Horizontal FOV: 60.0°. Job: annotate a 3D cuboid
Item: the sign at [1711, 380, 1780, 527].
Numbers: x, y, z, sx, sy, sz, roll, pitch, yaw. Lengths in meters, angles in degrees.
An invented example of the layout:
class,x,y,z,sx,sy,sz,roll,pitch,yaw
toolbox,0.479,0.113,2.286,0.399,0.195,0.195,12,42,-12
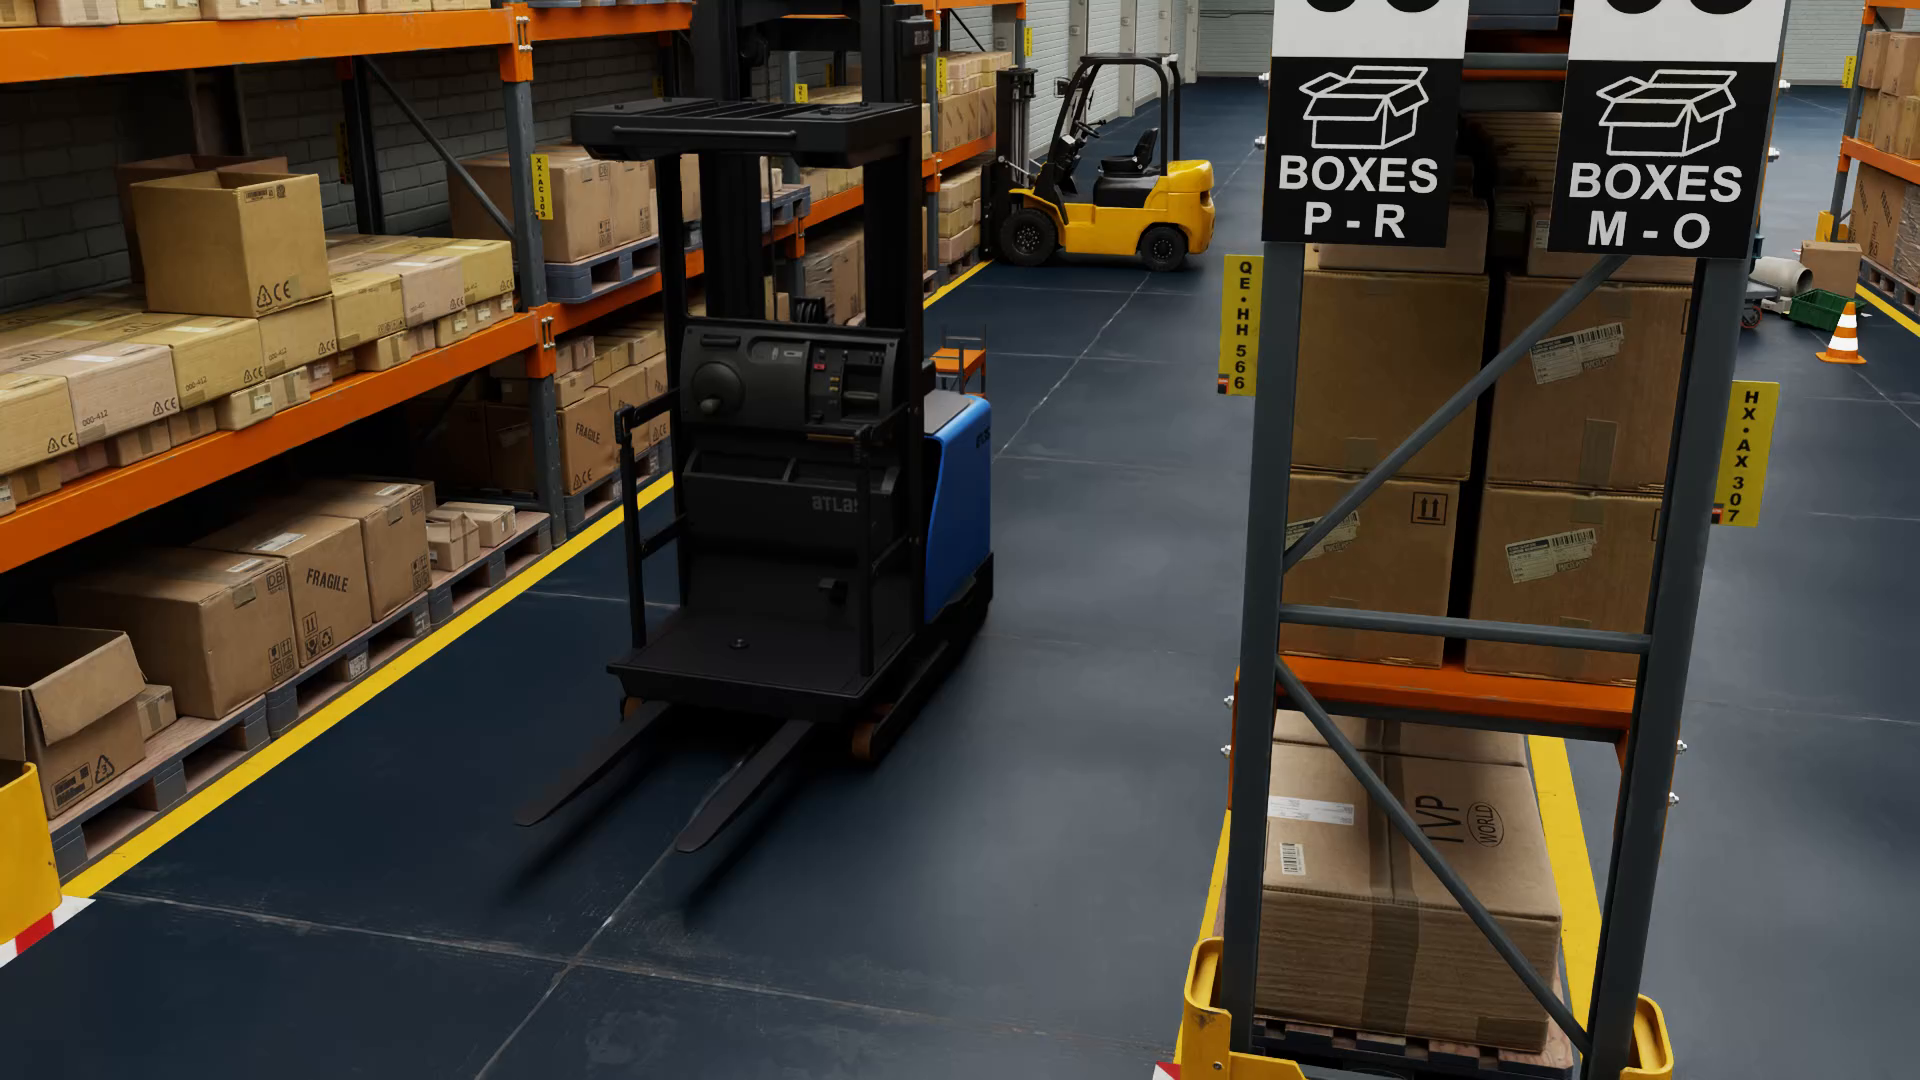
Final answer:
class,x,y,z,sx,sy,sz,roll,pitch,yaw
sign,1.711,-0.187,3.631,0.100,0.325,0.005,5,19,13

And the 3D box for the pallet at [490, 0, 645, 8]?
class,x,y,z,sx,sy,sz,roll,pitch,yaw
pallet,-2.435,-2.959,8.860,1.213,0.211,1.003,5,19,13

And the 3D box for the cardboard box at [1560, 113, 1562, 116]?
class,x,y,z,sx,sy,sz,roll,pitch,yaw
cardboard box,2.385,-1.745,6.949,0.380,0.149,0.250,4,19,12

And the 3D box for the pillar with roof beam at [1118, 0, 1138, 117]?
class,x,y,z,sx,sy,sz,roll,pitch,yaw
pillar with roof beam,7.798,-13.185,33.866,9.100,9.000,0.400,5,19,13

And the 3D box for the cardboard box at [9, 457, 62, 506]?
class,x,y,z,sx,sy,sz,roll,pitch,yaw
cardboard box,-3.276,-0.222,5.585,0.380,0.149,0.250,5,20,15

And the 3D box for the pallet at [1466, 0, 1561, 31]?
class,x,y,z,sx,sy,sz,roll,pitch,yaw
pallet,1.345,-1.396,4.130,1.003,0.211,1.213,5,19,13

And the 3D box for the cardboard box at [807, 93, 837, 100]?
class,x,y,z,sx,sy,sz,roll,pitch,yaw
cardboard box,-1.308,-3.882,14.755,0.380,0.149,0.250,5,19,13

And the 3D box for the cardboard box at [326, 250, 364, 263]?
class,x,y,z,sx,sy,sz,roll,pitch,yaw
cardboard box,-3.161,-1.208,7.855,0.500,0.250,0.500,4,19,13

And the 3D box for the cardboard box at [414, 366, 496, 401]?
class,x,y,z,sx,sy,sz,roll,pitch,yaw
cardboard box,-2.852,-0.891,9.368,0.380,0.149,0.250,4,19,11

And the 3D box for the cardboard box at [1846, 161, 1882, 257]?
class,x,y,z,sx,sy,sz,roll,pitch,yaw
cardboard box,9.807,-3.416,17.186,0.875,0.875,0.875,5,19,14

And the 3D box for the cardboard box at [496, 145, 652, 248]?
class,x,y,z,sx,sy,sz,roll,pitch,yaw
cardboard box,-2.201,-1.972,9.516,0.700,0.500,0.500,5,19,14

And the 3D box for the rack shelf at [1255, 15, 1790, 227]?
class,x,y,z,sx,sy,sz,roll,pitch,yaw
rack shelf,1.663,-1.491,5.384,1.077,0.370,4.000,5,19,13

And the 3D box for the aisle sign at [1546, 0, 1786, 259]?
class,x,y,z,sx,sy,sz,roll,pitch,yaw
aisle sign,1.438,-0.970,3.364,0.394,0.787,0.004,5,19,13

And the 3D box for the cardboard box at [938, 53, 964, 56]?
class,x,y,z,sx,sy,sz,roll,pitch,yaw
cardboard box,-0.167,-5.434,18.838,0.380,0.149,0.250,5,19,14

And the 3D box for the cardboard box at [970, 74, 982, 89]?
class,x,y,z,sx,sy,sz,roll,pitch,yaw
cardboard box,0.022,-4.854,17.599,0.380,0.149,0.250,4,19,12

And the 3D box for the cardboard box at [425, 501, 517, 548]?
class,x,y,z,sx,sy,sz,roll,pitch,yaw
cardboard box,-2.514,-0.081,8.546,0.380,0.149,0.250,4,19,12

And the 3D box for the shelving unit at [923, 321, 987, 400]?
class,x,y,z,sx,sy,sz,roll,pitch,yaw
shelving unit,-0.040,-0.516,8.842,0.258,1.200,0.503,5,19,13

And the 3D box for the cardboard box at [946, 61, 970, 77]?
class,x,y,z,sx,sy,sz,roll,pitch,yaw
cardboard box,-0.113,-4.834,17.082,0.380,0.149,0.250,4,19,13

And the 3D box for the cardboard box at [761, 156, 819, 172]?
class,x,y,z,sx,sy,sz,roll,pitch,yaw
cardboard box,-1.316,-2.967,12.691,0.500,0.250,0.500,5,19,13

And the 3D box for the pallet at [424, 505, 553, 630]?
class,x,y,z,sx,sy,sz,roll,pitch,yaw
pallet,-2.831,0.105,8.553,1.003,0.211,1.213,5,19,13

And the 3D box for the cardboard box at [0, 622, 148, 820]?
class,x,y,z,sx,sy,sz,roll,pitch,yaw
cardboard box,-3.398,0.622,5.937,0.797,0.503,0.637,4,19,11

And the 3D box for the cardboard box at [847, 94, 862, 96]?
class,x,y,z,sx,sy,sz,roll,pitch,yaw
cardboard box,-0.793,-3.842,14.636,0.380,0.149,0.250,4,19,12

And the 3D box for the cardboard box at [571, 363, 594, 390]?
class,x,y,z,sx,sy,sz,roll,pitch,yaw
cardboard box,-2.324,-0.937,9.503,0.380,0.149,0.250,4,19,12

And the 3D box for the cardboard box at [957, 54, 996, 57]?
class,x,y,z,sx,sy,sz,roll,pitch,yaw
cardboard box,0.186,-5.321,18.506,0.380,0.149,0.250,5,19,14

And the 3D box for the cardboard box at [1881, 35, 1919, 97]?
class,x,y,z,sx,sy,sz,roll,pitch,yaw
cardboard box,9.467,-4.565,16.009,0.875,0.550,0.550,5,19,13

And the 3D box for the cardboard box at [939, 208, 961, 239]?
class,x,y,z,sx,sy,sz,roll,pitch,yaw
cardboard box,-0.290,-3.198,16.742,0.500,0.250,0.500,5,19,13

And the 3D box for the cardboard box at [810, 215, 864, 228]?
class,x,y,z,sx,sy,sz,roll,pitch,yaw
cardboard box,-1.022,-2.605,15.198,0.875,0.625,0.625,4,19,13

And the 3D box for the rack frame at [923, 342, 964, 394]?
class,x,y,z,sx,sy,sz,roll,pitch,yaw
rack frame,-0.100,-0.439,8.618,0.240,1.200,0.015,5,19,13

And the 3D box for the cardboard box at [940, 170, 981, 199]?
class,x,y,z,sx,sy,sz,roll,pitch,yaw
cardboard box,-0.040,-3.751,17.586,0.500,0.250,0.500,5,20,15

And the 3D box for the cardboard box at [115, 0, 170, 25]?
class,x,y,z,sx,sy,sz,roll,pitch,yaw
cardboard box,-3.001,-1.874,5.781,0.380,0.149,0.250,5,19,13

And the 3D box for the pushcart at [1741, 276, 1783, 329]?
class,x,y,z,sx,sy,sz,roll,pitch,yaw
pushcart,6.329,-2.141,14.872,1.648,0.377,0.936,-2,19,-6

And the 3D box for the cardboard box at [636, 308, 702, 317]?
class,x,y,z,sx,sy,sz,roll,pitch,yaw
cardboard box,-1.911,-1.418,10.912,0.380,0.149,0.250,4,19,11

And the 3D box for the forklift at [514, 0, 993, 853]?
class,x,y,z,sx,sy,sz,roll,pitch,yaw
forklift,-0.760,-0.646,6.545,1.130,2.935,3.031,6,20,16

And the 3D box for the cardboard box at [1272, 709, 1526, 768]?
class,x,y,z,sx,sy,sz,roll,pitch,yaw
cardboard box,1.454,0.726,5.734,0.875,0.438,0.875,5,20,15

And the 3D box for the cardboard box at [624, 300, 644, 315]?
class,x,y,z,sx,sy,sz,roll,pitch,yaw
cardboard box,-2.362,-1.538,11.265,0.380,0.149,0.250,4,19,12

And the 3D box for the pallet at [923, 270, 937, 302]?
class,x,y,z,sx,sy,sz,roll,pitch,yaw
pallet,-0.850,-2.384,15.839,1.003,0.211,1.213,5,19,13

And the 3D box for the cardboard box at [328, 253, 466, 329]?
class,x,y,z,sx,sy,sz,roll,pitch,yaw
cardboard box,-2.658,-1.162,7.722,0.500,0.250,0.500,5,19,14

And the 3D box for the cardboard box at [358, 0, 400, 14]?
class,x,y,z,sx,sy,sz,roll,pitch,yaw
cardboard box,-2.665,-2.358,7.197,0.380,0.149,0.250,5,19,13

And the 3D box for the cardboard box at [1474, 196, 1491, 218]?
class,x,y,z,sx,sy,sz,roll,pitch,yaw
cardboard box,1.806,-0.758,5.064,0.500,0.500,0.500,5,19,13

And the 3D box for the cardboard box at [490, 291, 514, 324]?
class,x,y,z,sx,sy,sz,roll,pitch,yaw
cardboard box,-2.495,-1.191,8.422,0.380,0.149,0.250,5,19,14

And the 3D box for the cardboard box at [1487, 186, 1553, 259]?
class,x,y,z,sx,sy,sz,roll,pitch,yaw
cardboard box,1.525,-0.790,4.154,0.380,0.149,0.250,5,20,15

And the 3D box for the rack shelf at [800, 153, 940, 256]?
class,x,y,z,sx,sy,sz,roll,pitch,yaw
rack shelf,-1.197,-2.970,14.355,1.077,0.370,4.000,5,19,13

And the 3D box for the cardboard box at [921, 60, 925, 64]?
class,x,y,z,sx,sy,sz,roll,pitch,yaw
cardboard box,-0.579,-4.955,17.435,0.380,0.149,0.250,4,19,13

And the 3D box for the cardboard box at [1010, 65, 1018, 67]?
class,x,y,z,sx,sy,sz,roll,pitch,yaw
cardboard box,0.456,-5.414,19.240,0.380,0.149,0.250,5,19,14

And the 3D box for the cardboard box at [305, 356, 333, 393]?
class,x,y,z,sx,sy,sz,roll,pitch,yaw
cardboard box,-2.890,-0.709,7.010,0.380,0.149,0.250,5,19,13

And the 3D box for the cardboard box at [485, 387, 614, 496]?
class,x,y,z,sx,sy,sz,roll,pitch,yaw
cardboard box,-2.326,-0.579,9.460,0.500,0.500,0.500,6,20,16

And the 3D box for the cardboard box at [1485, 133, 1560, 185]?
class,x,y,z,sx,sy,sz,roll,pitch,yaw
cardboard box,1.966,-1.271,5.562,0.380,0.149,0.250,5,19,13

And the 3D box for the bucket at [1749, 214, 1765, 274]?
class,x,y,z,sx,sy,sz,roll,pitch,yaw
bucket,6.729,-2.582,14.819,0.726,0.611,0.620,12,32,32

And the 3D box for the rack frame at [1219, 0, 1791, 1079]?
class,x,y,z,sx,sy,sz,roll,pitch,yaw
rack frame,1.171,0.215,3.918,0.949,2.616,0.053,5,19,13

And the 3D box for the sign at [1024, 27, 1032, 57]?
class,x,y,z,sx,sy,sz,roll,pitch,yaw
sign,0.792,-5.804,19.380,0.100,0.325,0.005,5,19,13

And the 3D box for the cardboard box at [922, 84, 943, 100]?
class,x,y,z,sx,sy,sz,roll,pitch,yaw
cardboard box,-0.375,-4.370,16.184,0.380,0.149,0.250,4,19,13
